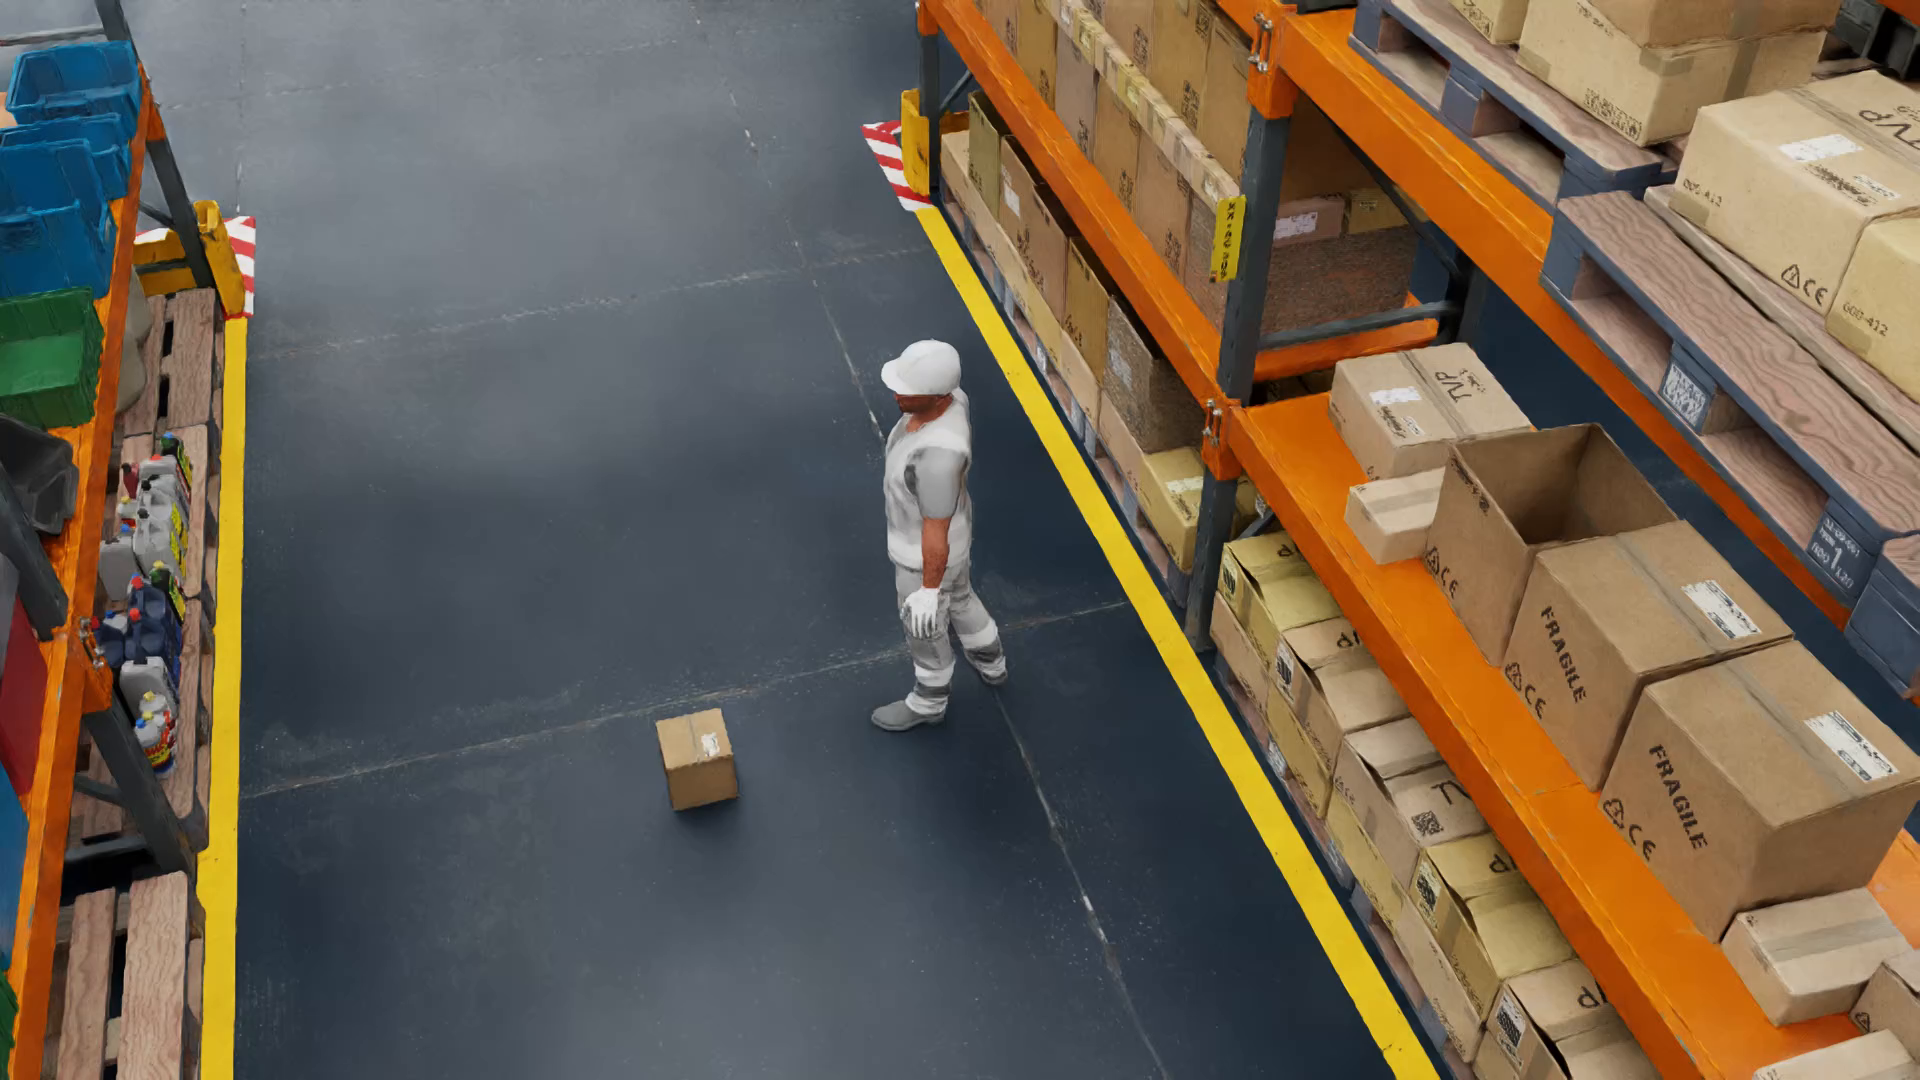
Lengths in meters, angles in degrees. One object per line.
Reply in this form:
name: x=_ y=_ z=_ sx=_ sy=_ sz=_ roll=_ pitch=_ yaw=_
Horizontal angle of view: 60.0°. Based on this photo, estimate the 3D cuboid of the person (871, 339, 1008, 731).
person: x=-0.081 y=0.011 z=6.122 sx=0.536 sy=1.786 sz=0.752 roll=2 pitch=42 yaw=3
